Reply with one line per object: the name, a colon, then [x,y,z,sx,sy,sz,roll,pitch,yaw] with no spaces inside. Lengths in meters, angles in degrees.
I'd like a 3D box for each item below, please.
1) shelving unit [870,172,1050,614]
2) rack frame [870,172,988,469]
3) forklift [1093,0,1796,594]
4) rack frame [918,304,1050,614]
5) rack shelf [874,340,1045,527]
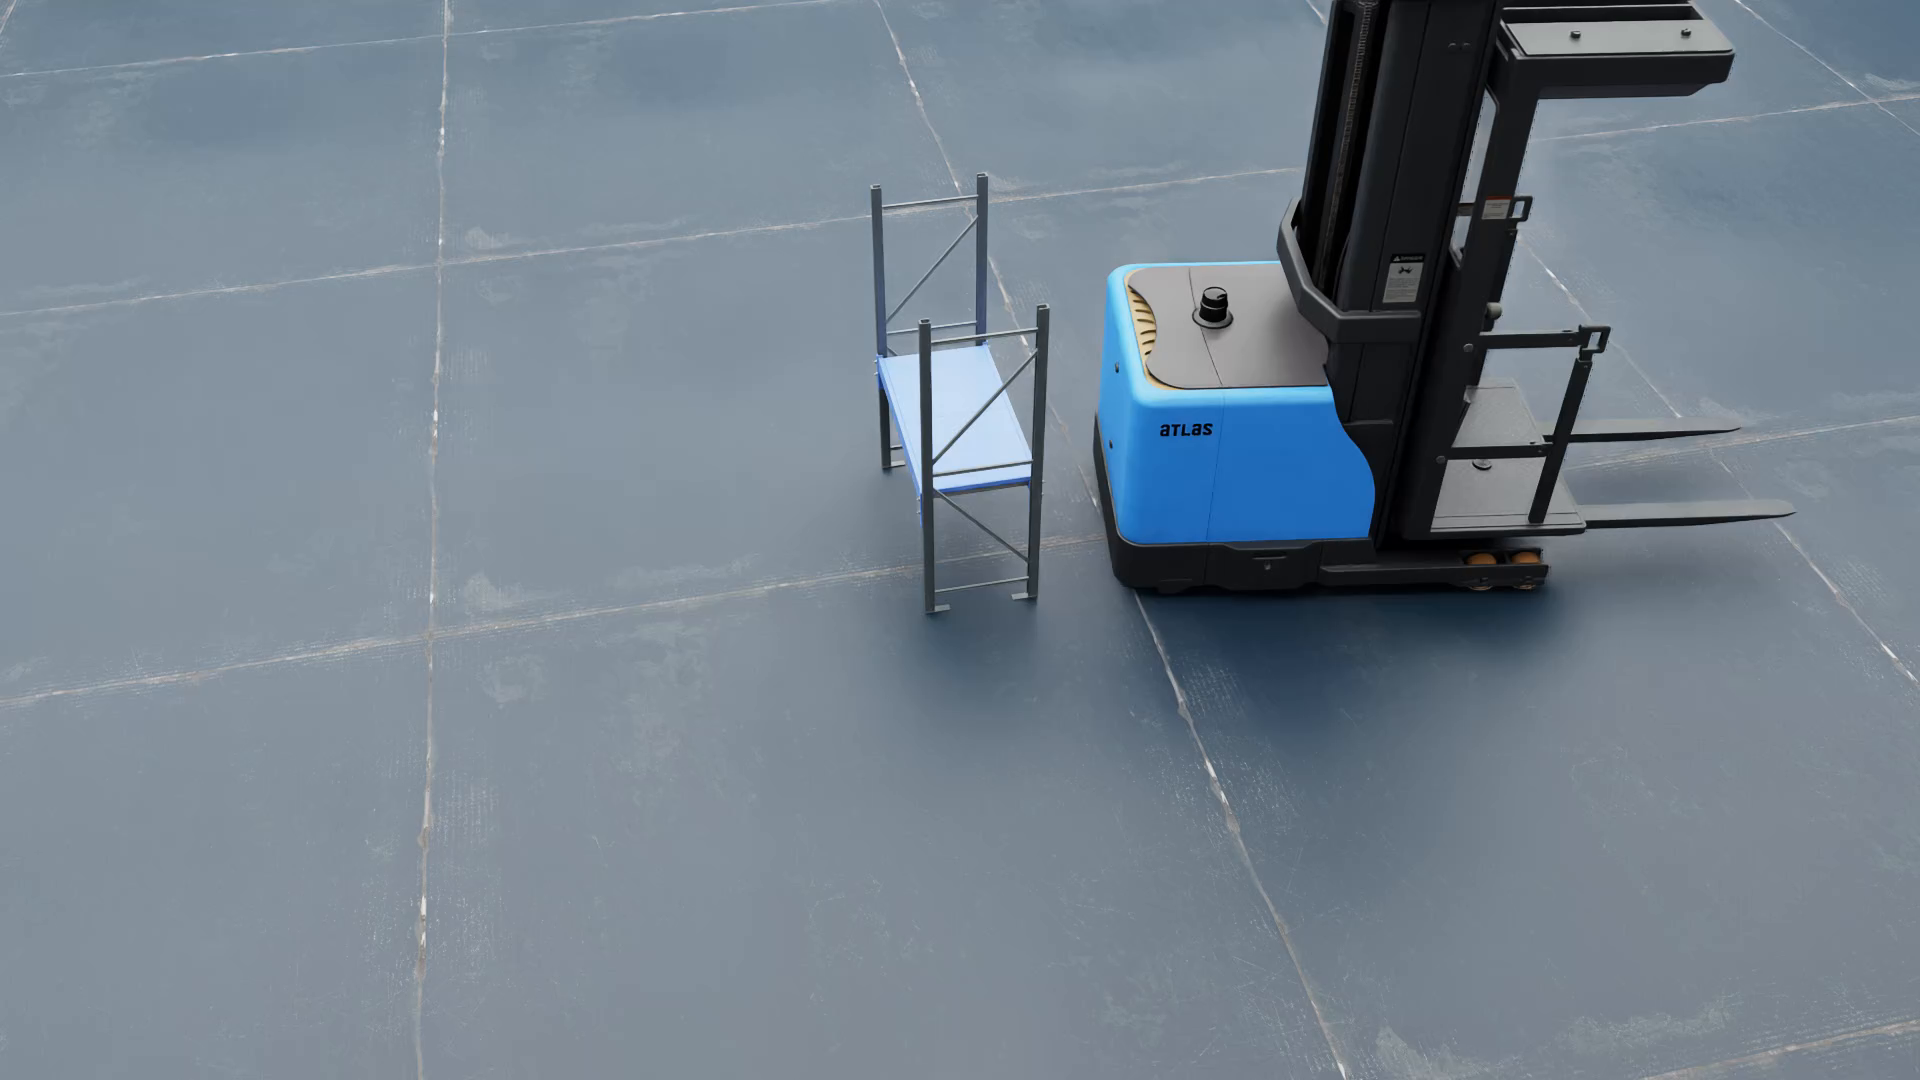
shelving unit: [-0.018,-0.616,7.096,0.538,1.500,1.048,-8,42,-9]
rack frame: [-0.128,-0.946,7.467,0.500,1.500,0.032,-8,42,-9]
forklift: [2.164,-1.227,6.706,3.031,2.935,1.130,-2,42,-2]
rack frame: [0.091,-0.287,6.725,0.500,1.500,0.032,-8,42,-9]
rack shelf: [-0.018,-0.482,7.216,0.538,0.185,1.000,-8,42,-9]
